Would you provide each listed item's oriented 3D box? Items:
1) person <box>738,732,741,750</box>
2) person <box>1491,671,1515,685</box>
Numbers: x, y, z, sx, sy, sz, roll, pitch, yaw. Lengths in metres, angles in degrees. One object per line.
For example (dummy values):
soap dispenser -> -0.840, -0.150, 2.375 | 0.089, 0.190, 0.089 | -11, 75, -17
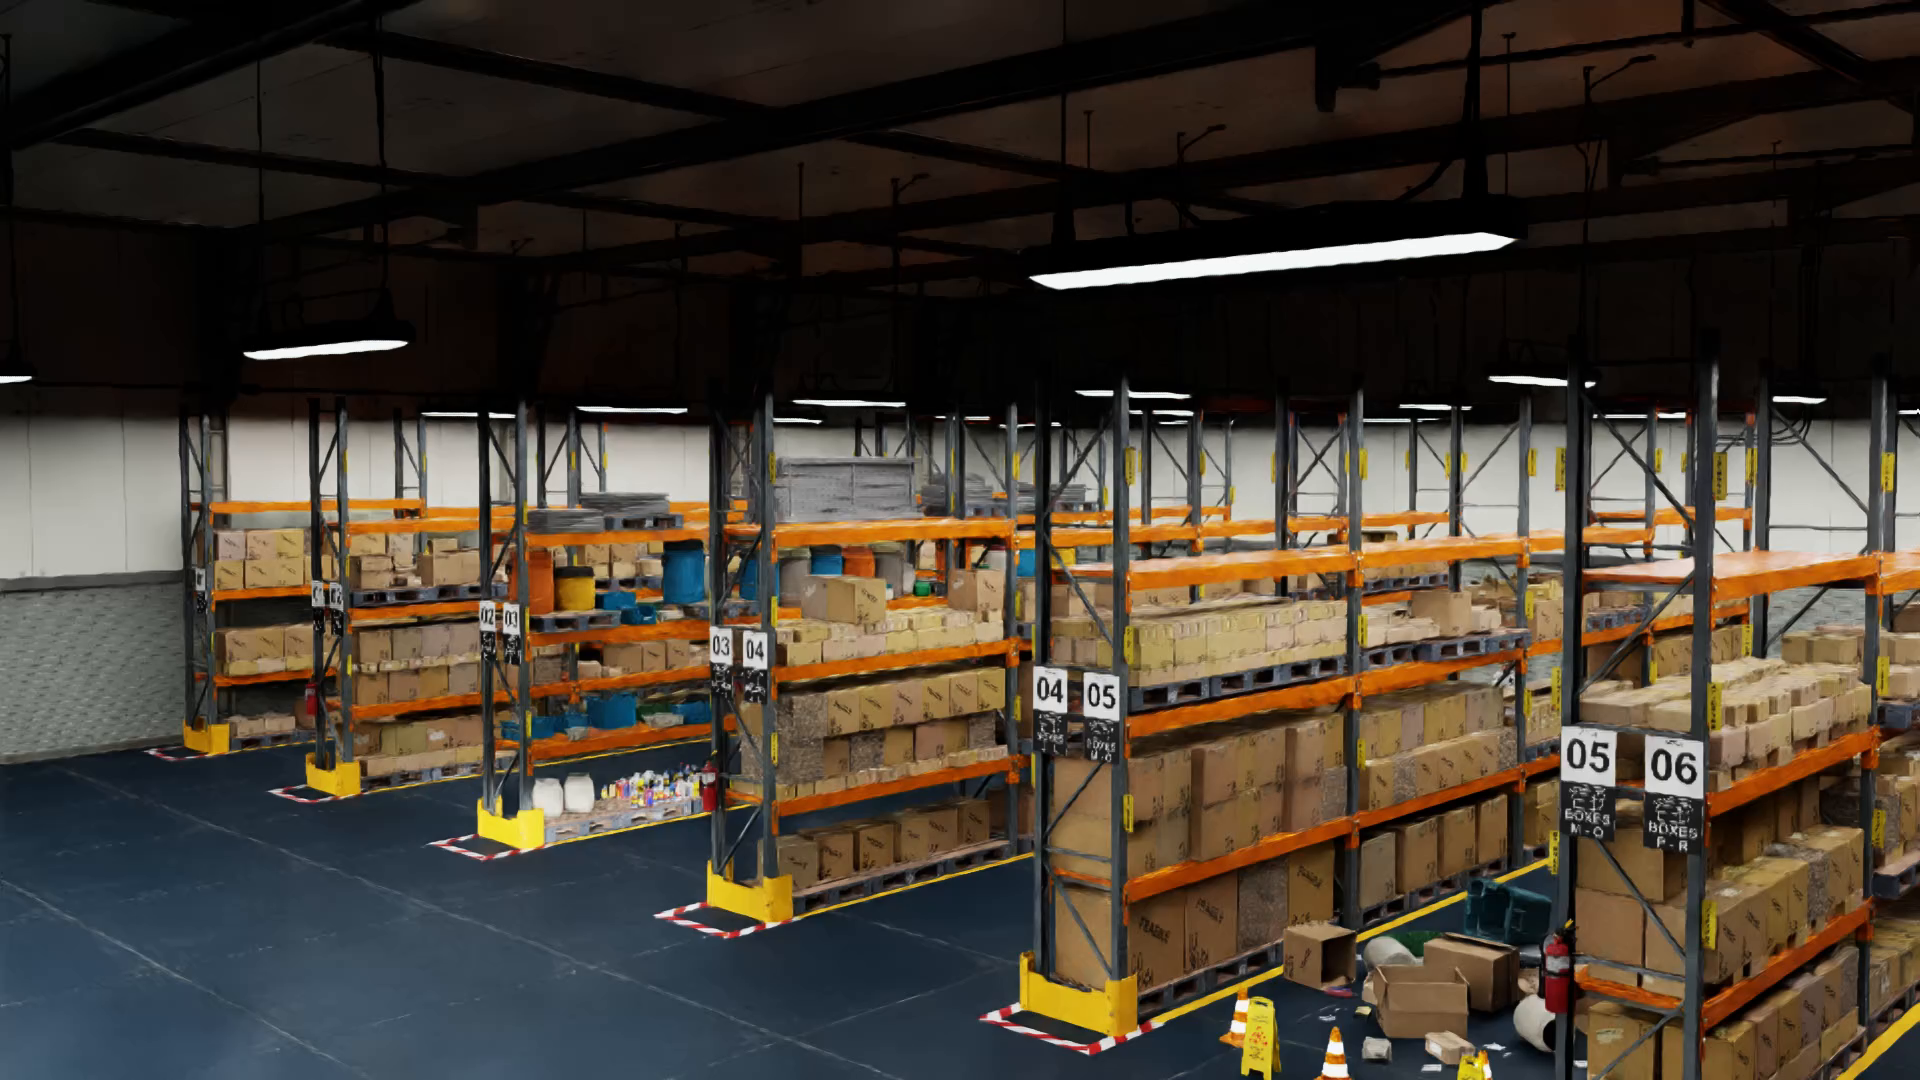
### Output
person -> -3.679, 2.874, 28.963 | 0.330, 1.604, 0.468 | 1, 3, 16
person -> 9.520, 2.519, 28.988 | 0.639, 0.574, 0.256 | 3, 4, 41
